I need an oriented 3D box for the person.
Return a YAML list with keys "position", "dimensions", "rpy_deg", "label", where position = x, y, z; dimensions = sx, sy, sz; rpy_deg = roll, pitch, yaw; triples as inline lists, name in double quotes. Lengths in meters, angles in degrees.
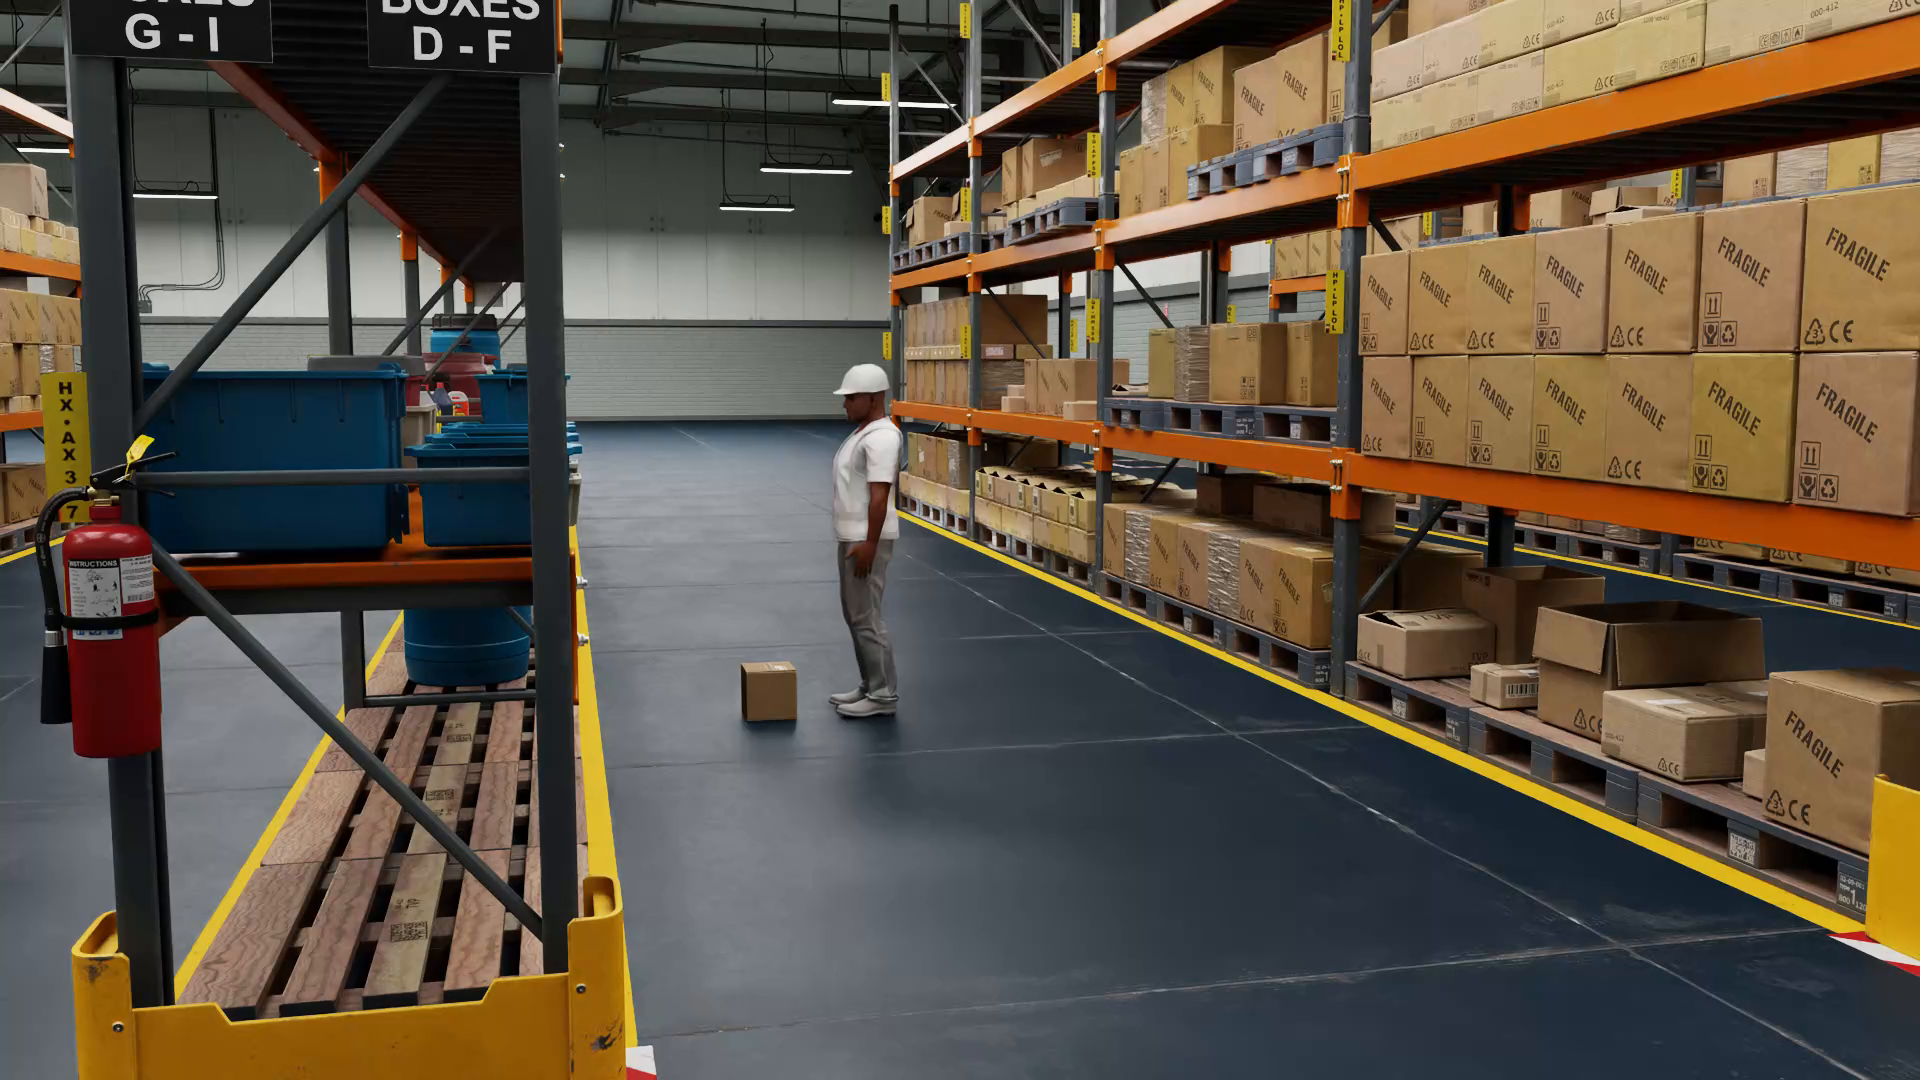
- position: [-0.471, -0.003, 8.383]
  dimensions: [0.358, 1.763, 0.565]
  rpy_deg: [-1, 6, -12]
  label: "person"
